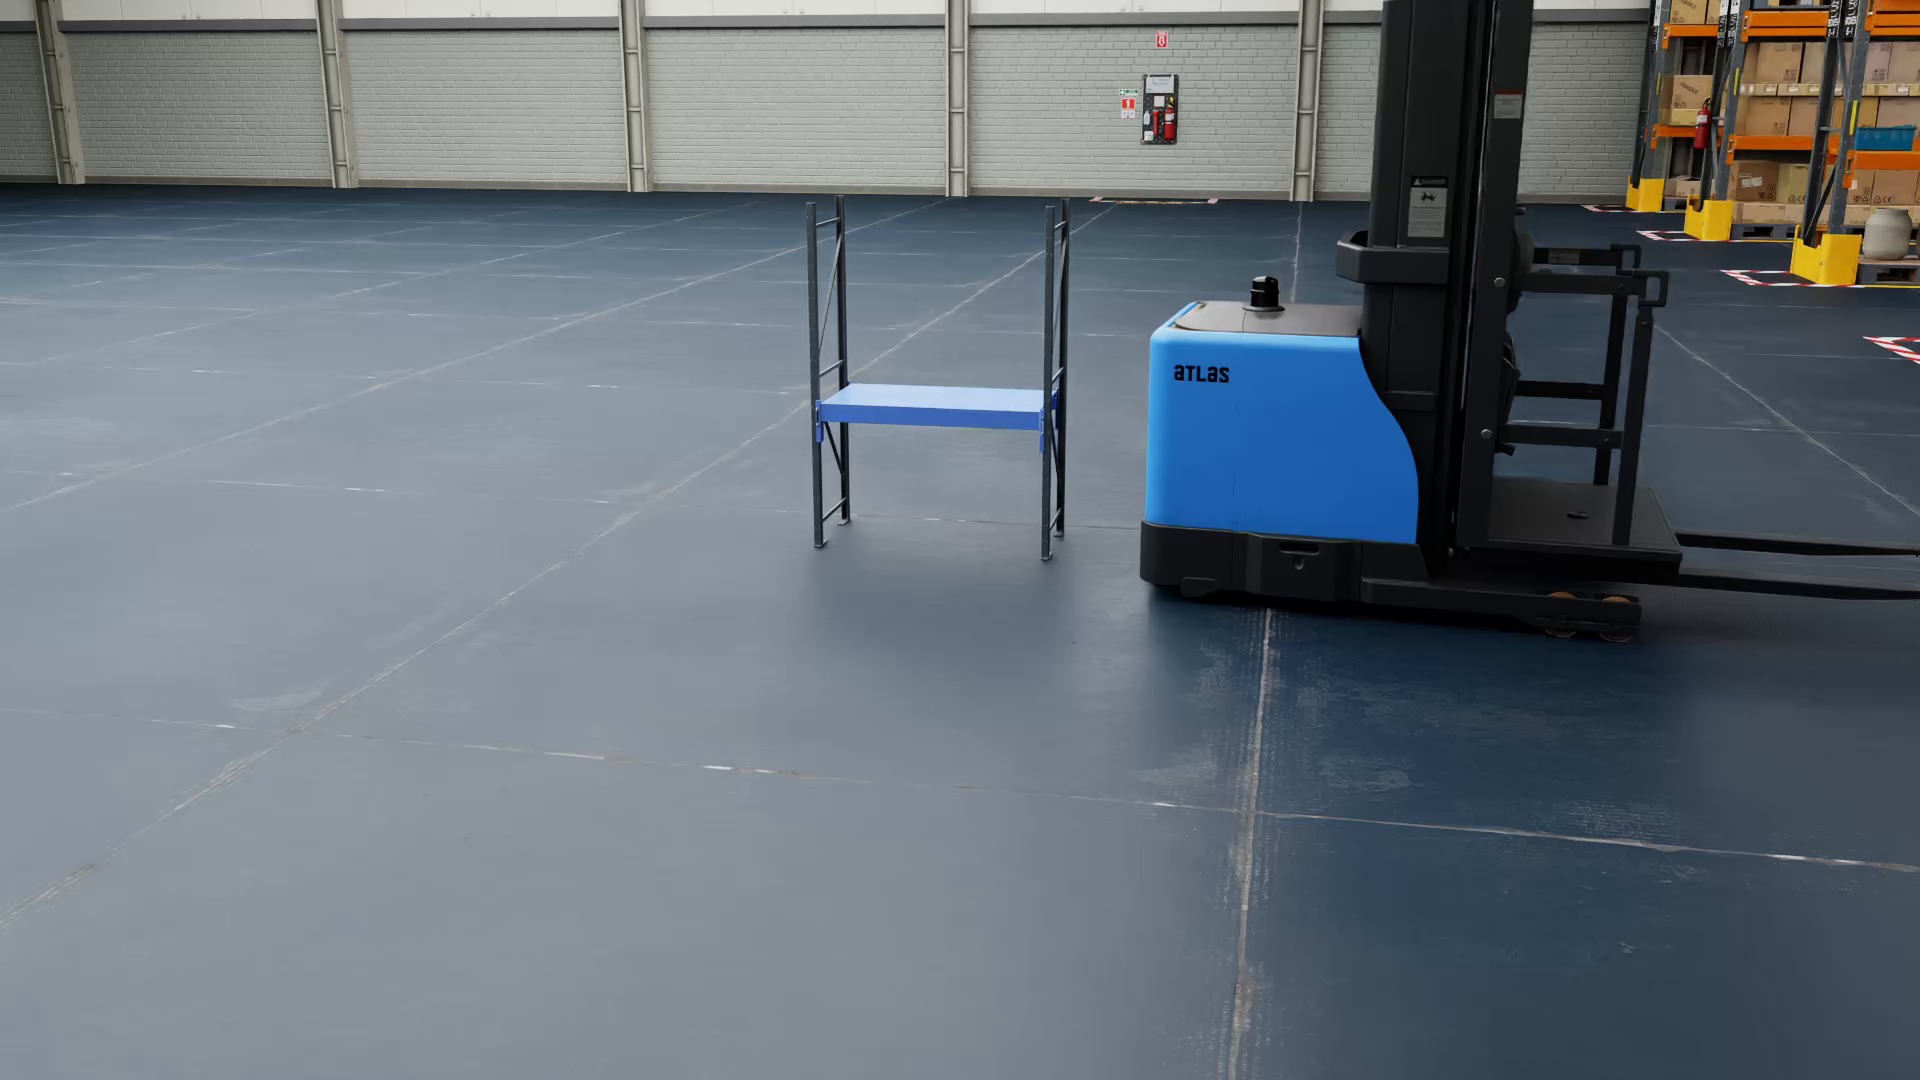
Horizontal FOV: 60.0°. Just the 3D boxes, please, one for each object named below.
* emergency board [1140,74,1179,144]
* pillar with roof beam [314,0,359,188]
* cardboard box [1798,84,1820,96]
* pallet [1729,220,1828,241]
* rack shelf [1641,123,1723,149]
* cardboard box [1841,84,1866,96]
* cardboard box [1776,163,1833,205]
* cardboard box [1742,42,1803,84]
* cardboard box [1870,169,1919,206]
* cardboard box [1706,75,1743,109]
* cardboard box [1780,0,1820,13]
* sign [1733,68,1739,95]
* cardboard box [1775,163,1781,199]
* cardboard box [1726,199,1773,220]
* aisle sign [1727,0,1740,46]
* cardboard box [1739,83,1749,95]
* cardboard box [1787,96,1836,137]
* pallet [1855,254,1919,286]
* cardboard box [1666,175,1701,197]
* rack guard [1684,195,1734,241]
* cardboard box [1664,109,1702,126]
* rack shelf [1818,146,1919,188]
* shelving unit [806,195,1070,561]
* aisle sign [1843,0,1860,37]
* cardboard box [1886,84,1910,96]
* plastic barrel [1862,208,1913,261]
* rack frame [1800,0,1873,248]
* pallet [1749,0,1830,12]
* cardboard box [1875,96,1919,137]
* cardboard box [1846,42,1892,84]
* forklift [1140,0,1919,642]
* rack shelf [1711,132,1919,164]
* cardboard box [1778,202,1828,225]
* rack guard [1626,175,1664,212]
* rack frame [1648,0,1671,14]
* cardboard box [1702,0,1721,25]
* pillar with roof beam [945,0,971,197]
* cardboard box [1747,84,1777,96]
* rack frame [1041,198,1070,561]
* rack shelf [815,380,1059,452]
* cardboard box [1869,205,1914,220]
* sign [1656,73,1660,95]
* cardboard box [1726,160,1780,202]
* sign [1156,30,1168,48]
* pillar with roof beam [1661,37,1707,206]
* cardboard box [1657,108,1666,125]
[{"bbox_3d":[3.434,-7.405,28.605,0.643,1.169,0.194,3,16,11],"label":"emergency board"},{"bbox_3d":[-12.649,-9.986,26.685,0.400,9.000,9.100,3,16,11],"label":"pillar with roof beam"},{"bbox_3d":[10.730,-5.716,21.105,0.250,0.149,0.380,3,16,11],"label":"cardboard box"},{"bbox_3d":[10.643,-4.086,21.846,1.213,0.211,1.003,3,16,11],"label":"pallet"},{"bbox_3d":[12.829,-6.302,25.972,4.000,0.370,1.077,3,16,11],"label":"rack shelf"},{"bbox_3d":[11.239,-5.688,21.006,0.250,0.149,0.380,3,16,9],"label":"cardboard box"},{"bbox_3d":[10.857,-4.585,21.385,0.500,0.500,0.500,3,16,11],"label":"cardboard box"},{"bbox_3d":[10.392,-6.102,21.283,0.500,0.500,0.700,3,16,11],"label":"cardboard box"},{"bbox_3d":[11.836,-4.531,21.188,0.500,0.500,0.500,3,16,11],"label":"cardboard box"},{"bbox_3d":[11.759,-6.921,25.697,0.500,0.500,0.500,3,16,11],"label":"cardboard box"},{"bbox_3d":[12.705,-8.088,25.228,0.500,0.500,0.500,4,16,15],"label":"cardboard box"},{"bbox_3d":[9.769,-5.770,20.932,0.005,0.325,0.100,3,16,11],"label":"sign"},{"bbox_3d":[12.797,-5.620,26.019,0.500,0.500,0.700,2,16,8],"label":"cardboard box"},{"bbox_3d":[10.470,-4.385,22.068,0.500,0.250,0.500,3,16,11],"label":"cardboard box"},{"bbox_3d":[9.760,-6.635,20.957,0.004,0.787,0.394,3,16,11],"label":"aisle sign"},{"bbox_3d":[10.298,-5.849,21.588,0.250,0.149,0.380,3,16,10],"label":"cardboard box"},{"bbox_3d":[10.856,-5.453,21.370,0.500,0.500,0.700,4,16,13],"label":"cardboard box"},{"bbox_3d":[9.774,-2.783,17.145,1.213,0.211,1.003,3,16,11],"label":"pallet"},{"bbox_3d":[11.529,-5.611,26.342,0.500,0.311,0.500,1,16,5],"label":"cardboard box"},{"bbox_3d":[9.862,-4.256,21.919,0.348,0.500,1.175,3,16,11],"label":"rack guard"},{"bbox_3d":[11.284,-6.584,25.884,0.500,0.250,0.500,3,16,9],"label":"cardboard box"},{"bbox_3d":[10.855,-3.711,16.616,4.000,0.370,1.077,3,16,11],"label":"rack shelf"},{"bbox_3d":[-0.084,-0.727,7.308,1.048,1.500,0.538,3,16,11],"label":"shelving unit"},{"bbox_3d":[8.766,-5.344,16.294,0.004,0.787,0.394,3,16,11],"label":"aisle sign"},{"bbox_3d":[11.733,-5.661,20.906,0.250,0.149,0.380,3,16,12],"label":"cardboard box"},{"bbox_3d":[9.555,-3.152,17.126,0.421,0.512,0.421,0,15,0],"label":"plastic barrel"},{"bbox_3d":[8.895,-4.164,16.904,0.127,3.000,1.000,3,16,11],"label":"rack frame"},{"bbox_3d":[10.573,-6.818,21.032,1.213,0.211,1.003,3,16,11],"label":"pallet"},{"bbox_3d":[11.858,-5.398,21.171,0.500,0.500,0.700,4,16,13],"label":"cardboard box"},{"bbox_3d":[11.403,-6.048,21.091,0.500,0.500,0.700,3,16,11],"label":"cardboard box"},{"bbox_3d":[2.298,-1.194,6.310,3.031,2.935,1.130,5,16,16],"label":"forklift"},{"bbox_3d":[11.845,-5.006,21.293,4.000,0.370,1.077,3,16,11],"label":"rack shelf"},{"bbox_3d":[10.857,-4.224,21.486,0.500,0.250,0.500,3,16,11],"label":"cardboard box"},{"bbox_3d":[10.943,-5.547,26.579,0.348,0.500,1.175,3,16,11],"label":"rack guard"},{"bbox_3d":[10.869,-9.646,25.459,0.127,3.000,1.000,3,16,11],"label":"rack frame"},{"bbox_3d":[11.666,-8.138,25.406,0.500,0.500,0.500,4,16,15],"label":"cardboard box"},{"bbox_3d":[-0.890,-9.348,24.380,0.400,9.000,9.100,3,16,11],"label":"pillar with roof beam"},{"bbox_3d":[10.227,-5.743,21.202,0.250,0.149,0.380,3,16,11],"label":"cardboard box"},{"bbox_3d":[0.415,-0.700,7.211,0.032,1.500,0.500,3,16,11],"label":"rack frame"},{"bbox_3d":[-0.084,-0.554,7.356,1.000,0.185,0.538,3,16,11],"label":"rack shelf"},{"bbox_3d":[11.836,-4.170,21.289,0.500,0.250,0.500,3,16,11],"label":"cardboard box"},{"bbox_3d":[10.761,-7.030,25.632,0.005,0.325,0.100,3,16,11],"label":"sign"},{"bbox_3d":[10.470,-4.747,21.970,0.500,0.500,0.500,3,16,11],"label":"cardboard box"},{"bbox_3d":[3.445,-8.549,28.391,0.199,0.298,0.001,3,16,11],"label":"sign"},{"bbox_3d":[10.869,-8.709,22.076,0.400,9.000,9.100,3,16,11],"label":"pillar with roof beam"},{"bbox_3d":[11.366,-6.718,26.371,0.500,0.250,0.500,3,16,12],"label":"cardboard box"}]
